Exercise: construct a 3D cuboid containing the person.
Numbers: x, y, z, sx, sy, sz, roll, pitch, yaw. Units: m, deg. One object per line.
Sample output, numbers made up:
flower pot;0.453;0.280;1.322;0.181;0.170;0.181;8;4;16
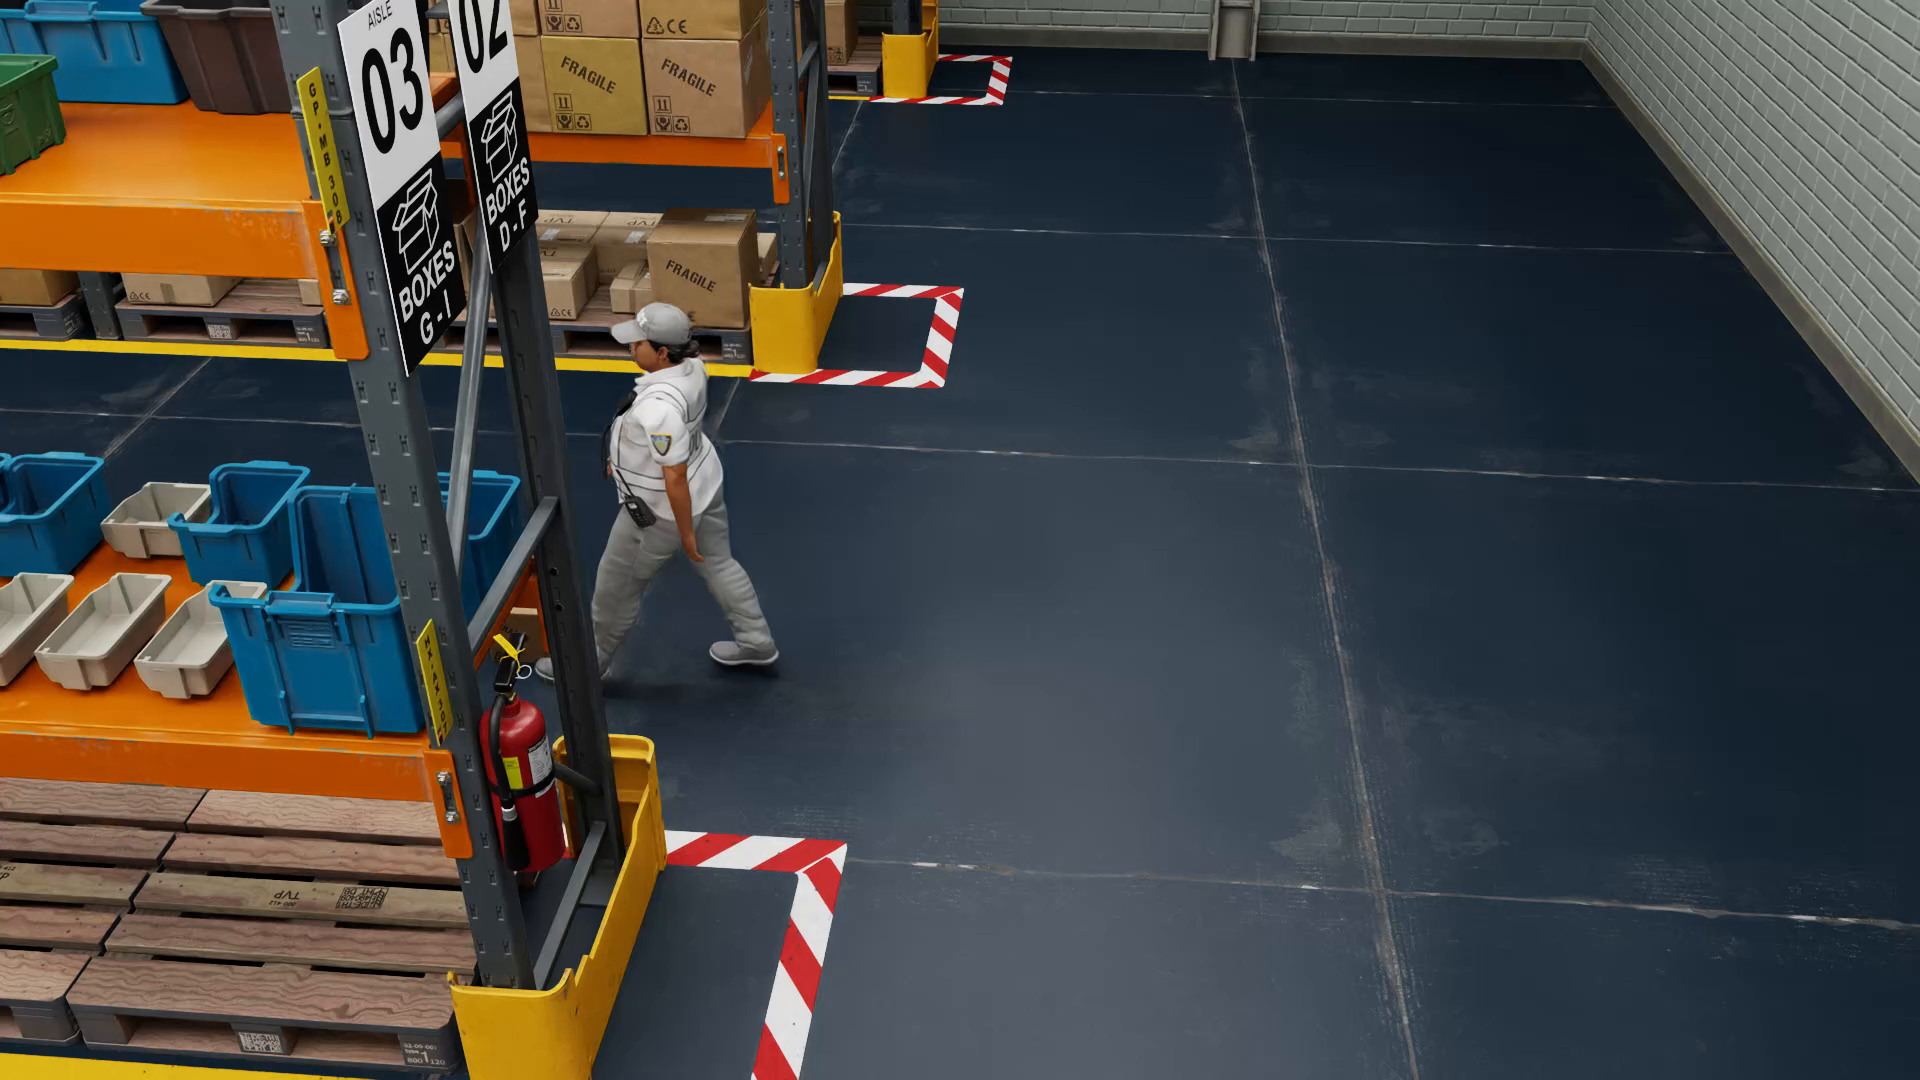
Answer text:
person;-1.219;-0.172;6.394;0.928;1.610;0.519;8;33;13
